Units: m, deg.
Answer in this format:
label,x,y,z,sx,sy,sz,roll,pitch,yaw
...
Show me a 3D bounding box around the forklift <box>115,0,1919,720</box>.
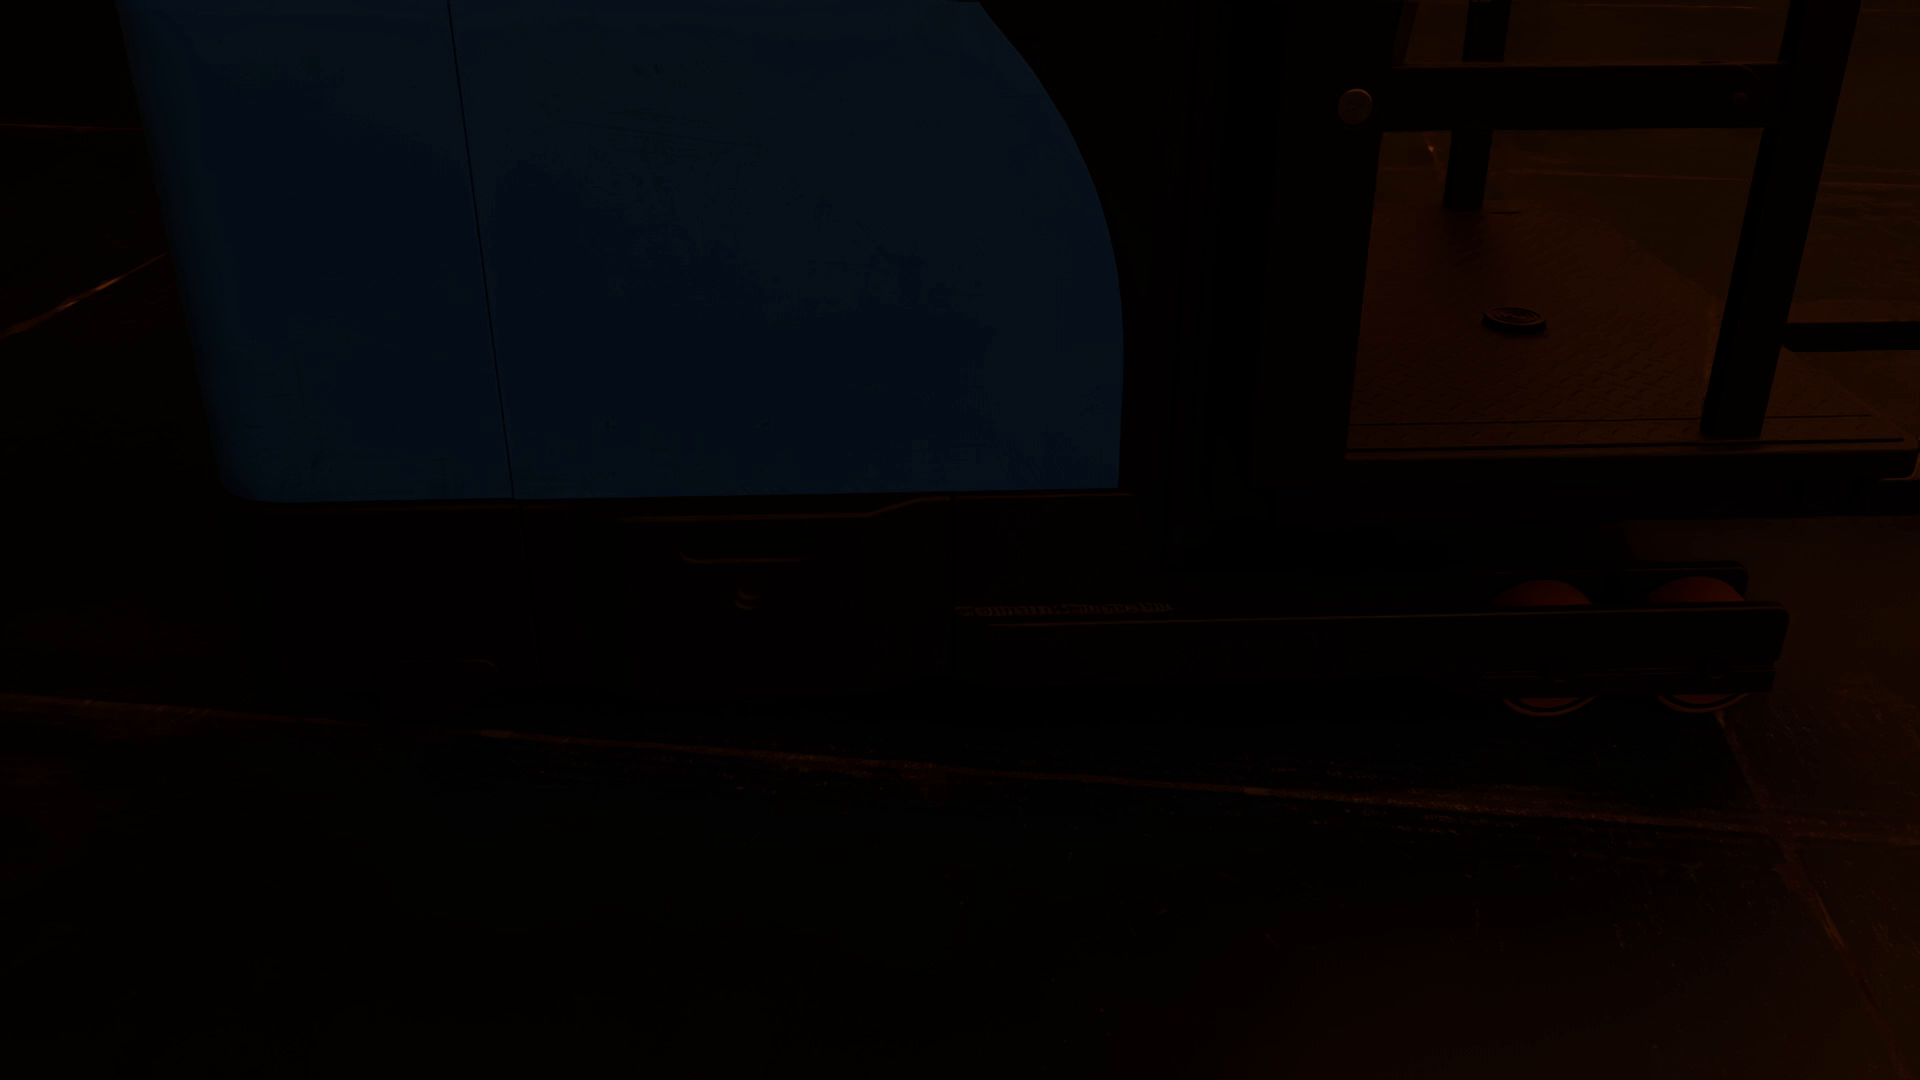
label,x,y,z,sx,sy,sz,roll,pitch,yaw
forklift,0.612,-1.329,1.881,3.031,2.935,1.130,-1,27,-2
